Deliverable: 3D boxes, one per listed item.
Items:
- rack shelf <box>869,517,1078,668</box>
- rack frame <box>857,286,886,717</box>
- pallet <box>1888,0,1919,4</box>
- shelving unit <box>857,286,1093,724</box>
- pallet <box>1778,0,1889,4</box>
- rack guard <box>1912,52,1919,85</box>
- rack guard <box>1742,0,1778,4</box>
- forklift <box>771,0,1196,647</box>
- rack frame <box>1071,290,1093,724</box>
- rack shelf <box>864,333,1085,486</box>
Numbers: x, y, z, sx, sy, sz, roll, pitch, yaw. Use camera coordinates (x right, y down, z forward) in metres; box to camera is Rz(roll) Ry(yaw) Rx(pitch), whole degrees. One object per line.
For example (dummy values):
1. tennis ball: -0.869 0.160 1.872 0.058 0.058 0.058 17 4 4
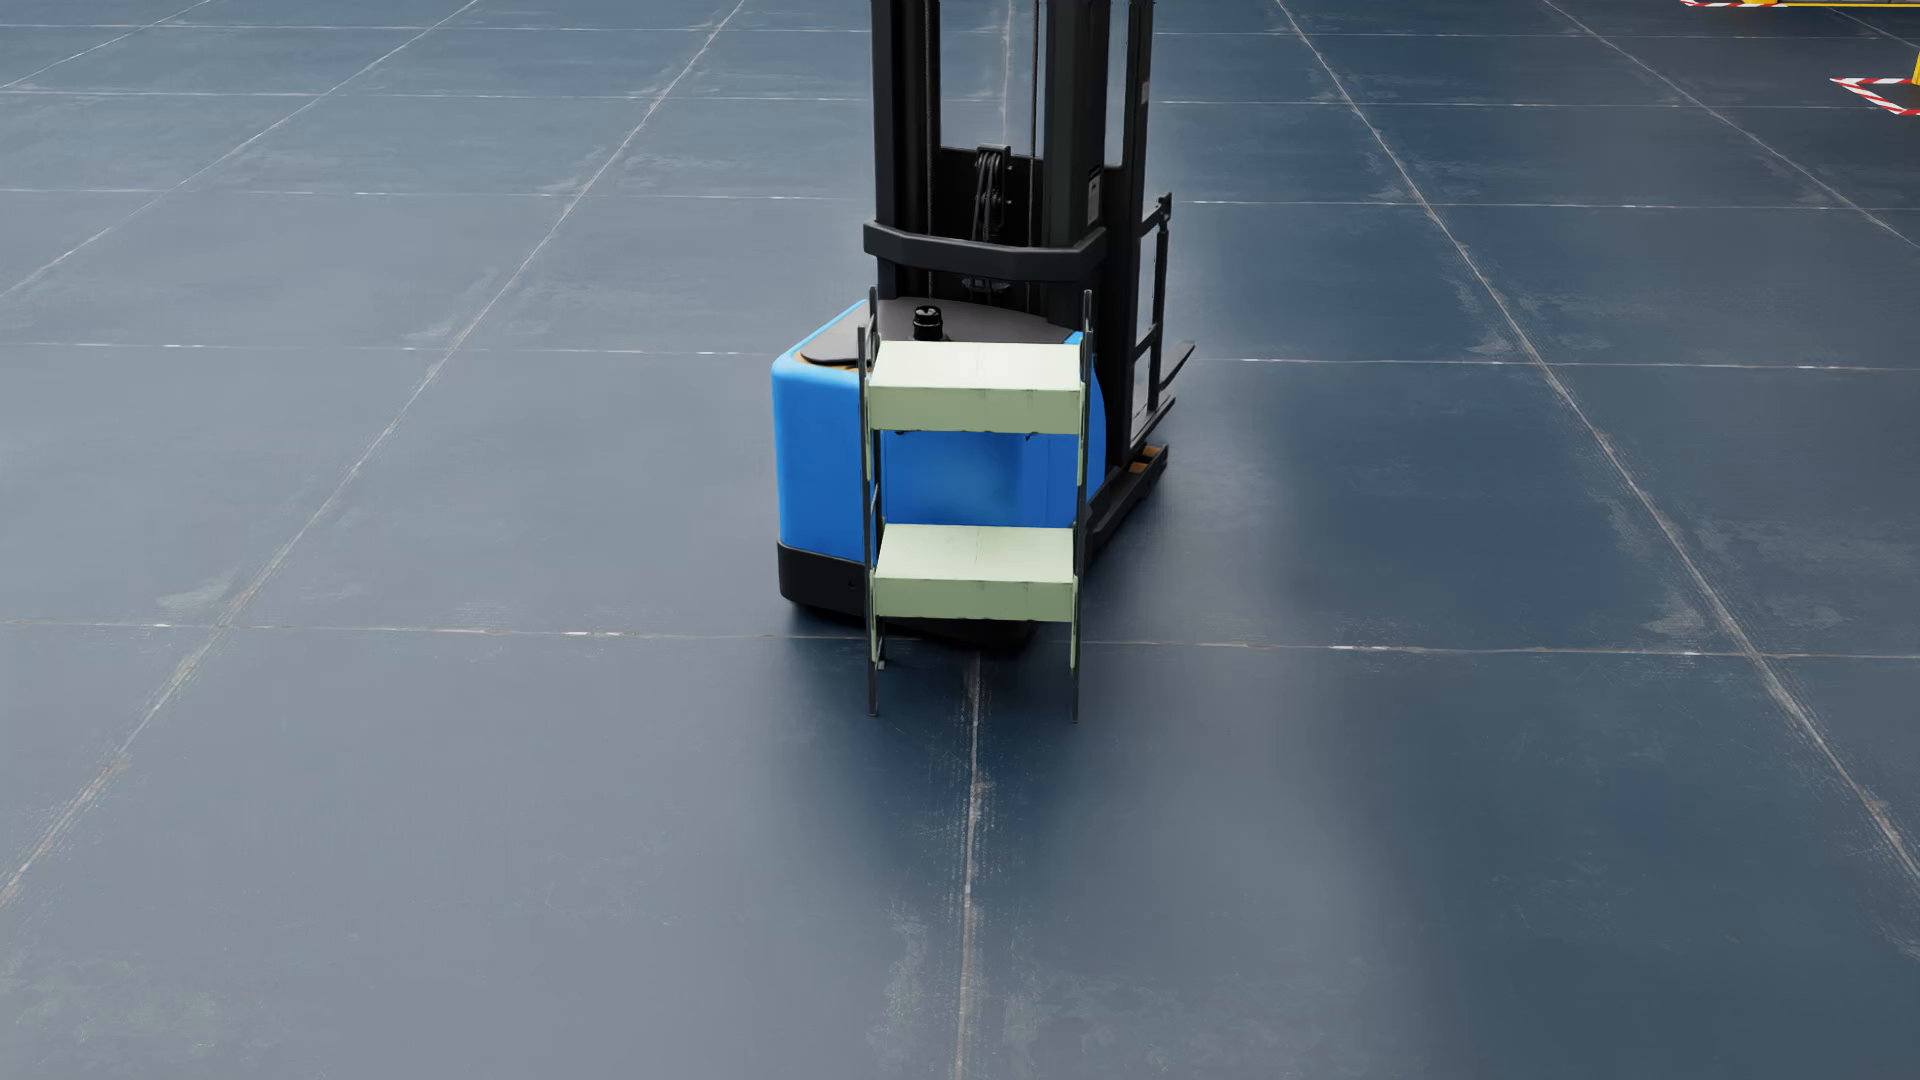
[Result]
1. rack shelf: 0.058 0.184 5.997 0.720 0.370 0.431 2 28 3
2. rack frame: -0.308 -0.113 5.862 0.023 1.500 0.400 2 28 3
3. pallet: 10.986 -6.293 18.895 1.213 0.211 1.003 1 28 2
4. shelving unit: 0.058 -0.104 5.844 0.755 1.500 0.431 2 28 3
5. pallet: 9.770 -6.314 18.936 1.213 0.211 1.003 1 28 2
6. rack guard: 8.782 -4.117 14.483 0.348 0.500 1.175 1 28 2
7. rack guard: 8.958 -6.458 18.898 0.348 0.500 1.175 1 28 2
8. forklift: 0.325 -1.557 7.058 1.130 2.935 3.031 12 30 21
9. rack frame: 0.423 -0.094 5.826 0.023 1.500 0.400 2 28 3
10. rack shelf: 0.058 -0.448 5.661 0.720 0.370 0.431 2 28 3
